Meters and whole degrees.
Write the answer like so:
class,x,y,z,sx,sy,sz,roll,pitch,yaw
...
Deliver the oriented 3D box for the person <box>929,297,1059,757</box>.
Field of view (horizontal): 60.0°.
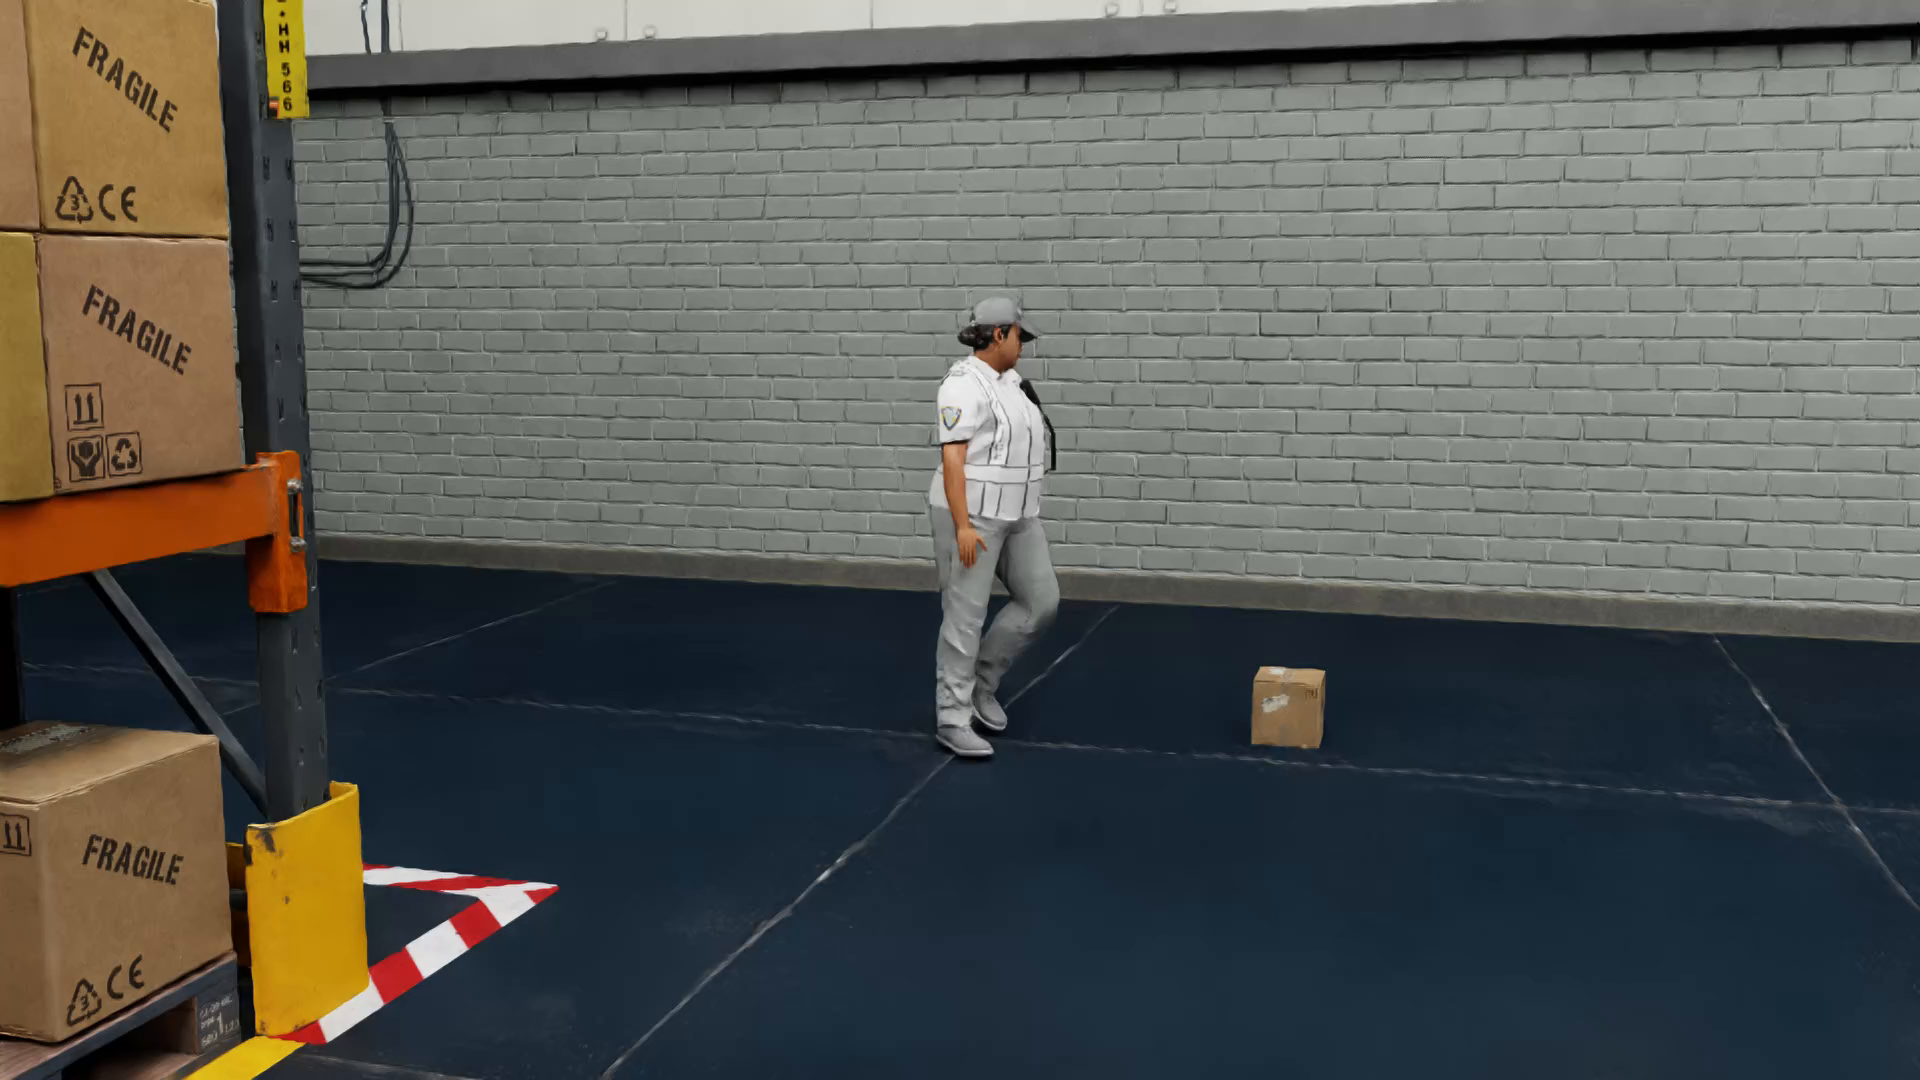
class,x,y,z,sx,sy,sz,roll,pitch,yaw
person,0.087,-0.071,6.201,0.399,1.655,0.531,6,11,37
